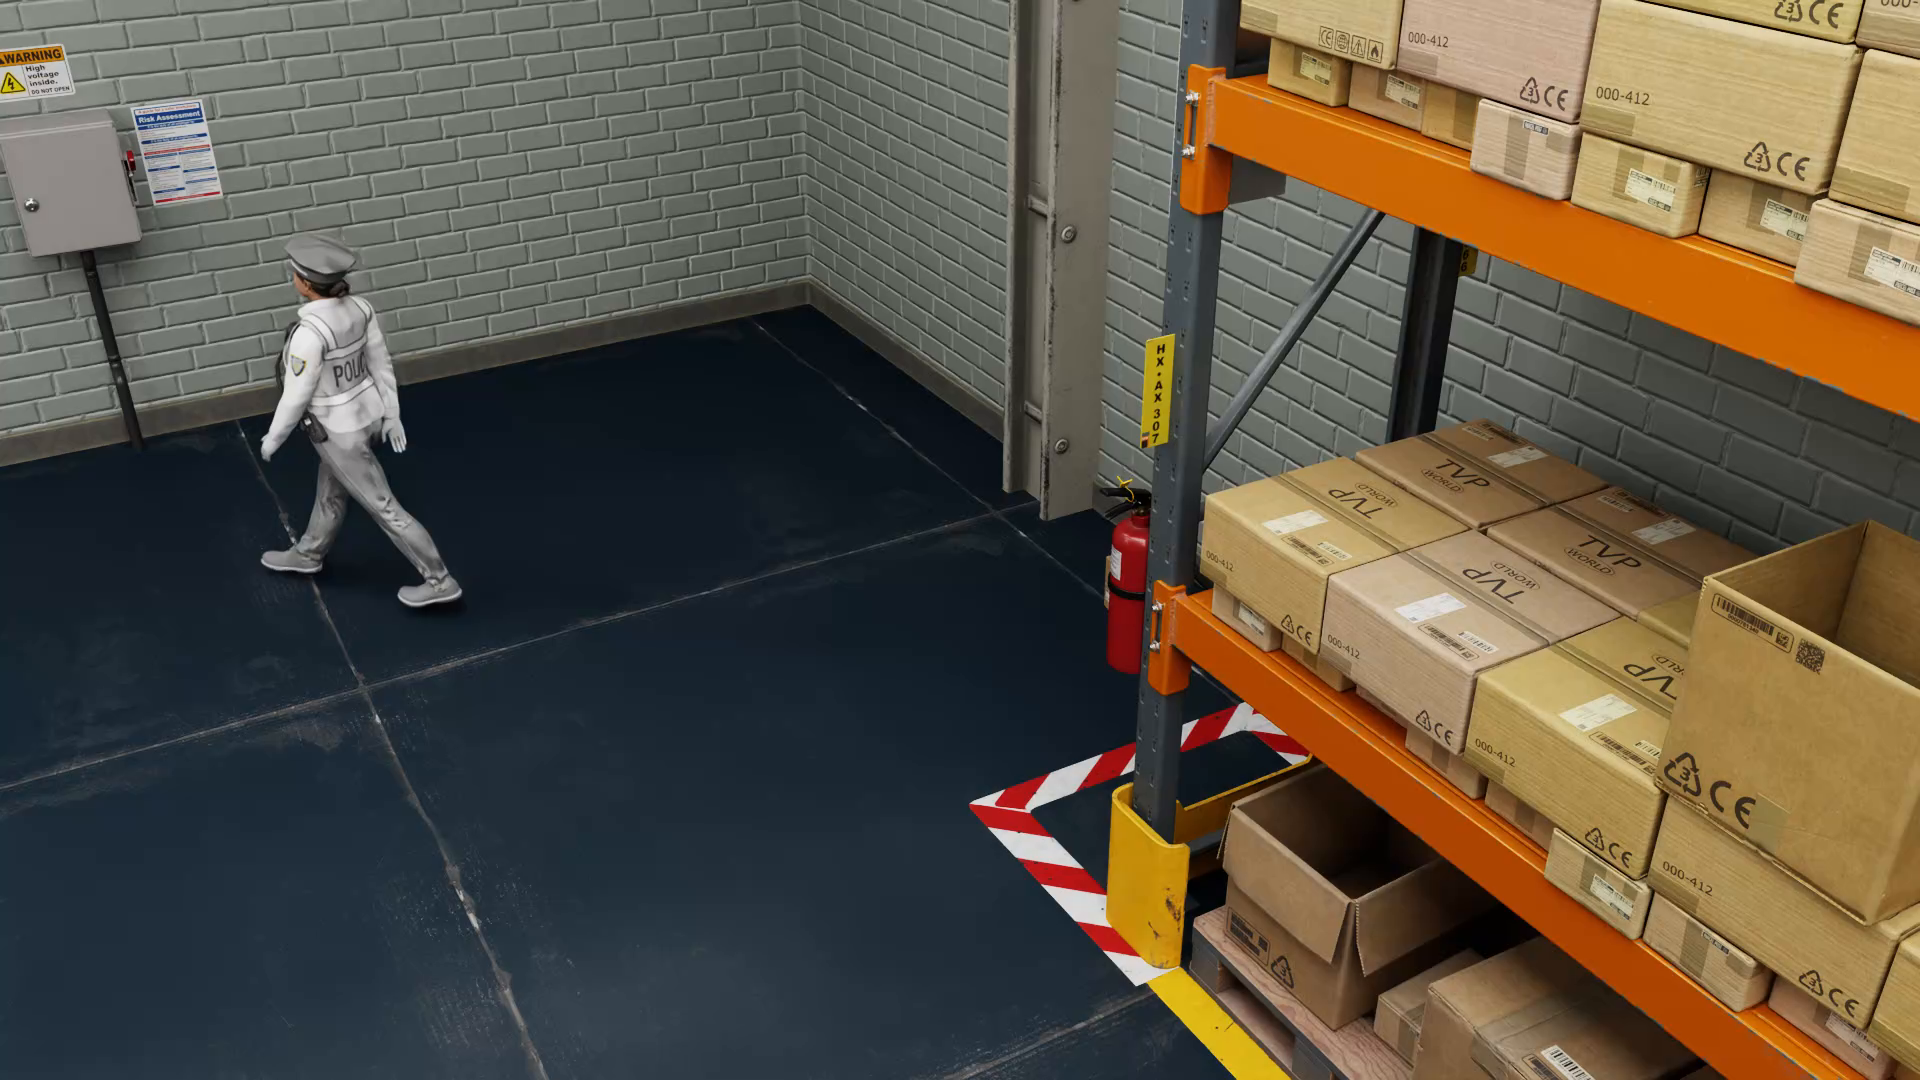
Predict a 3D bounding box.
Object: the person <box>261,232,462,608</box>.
[{"bbox_3d":[-2.659,-0.491,6.946,1.015,1.629,0.494,5,30,9],"label":"person"}]
